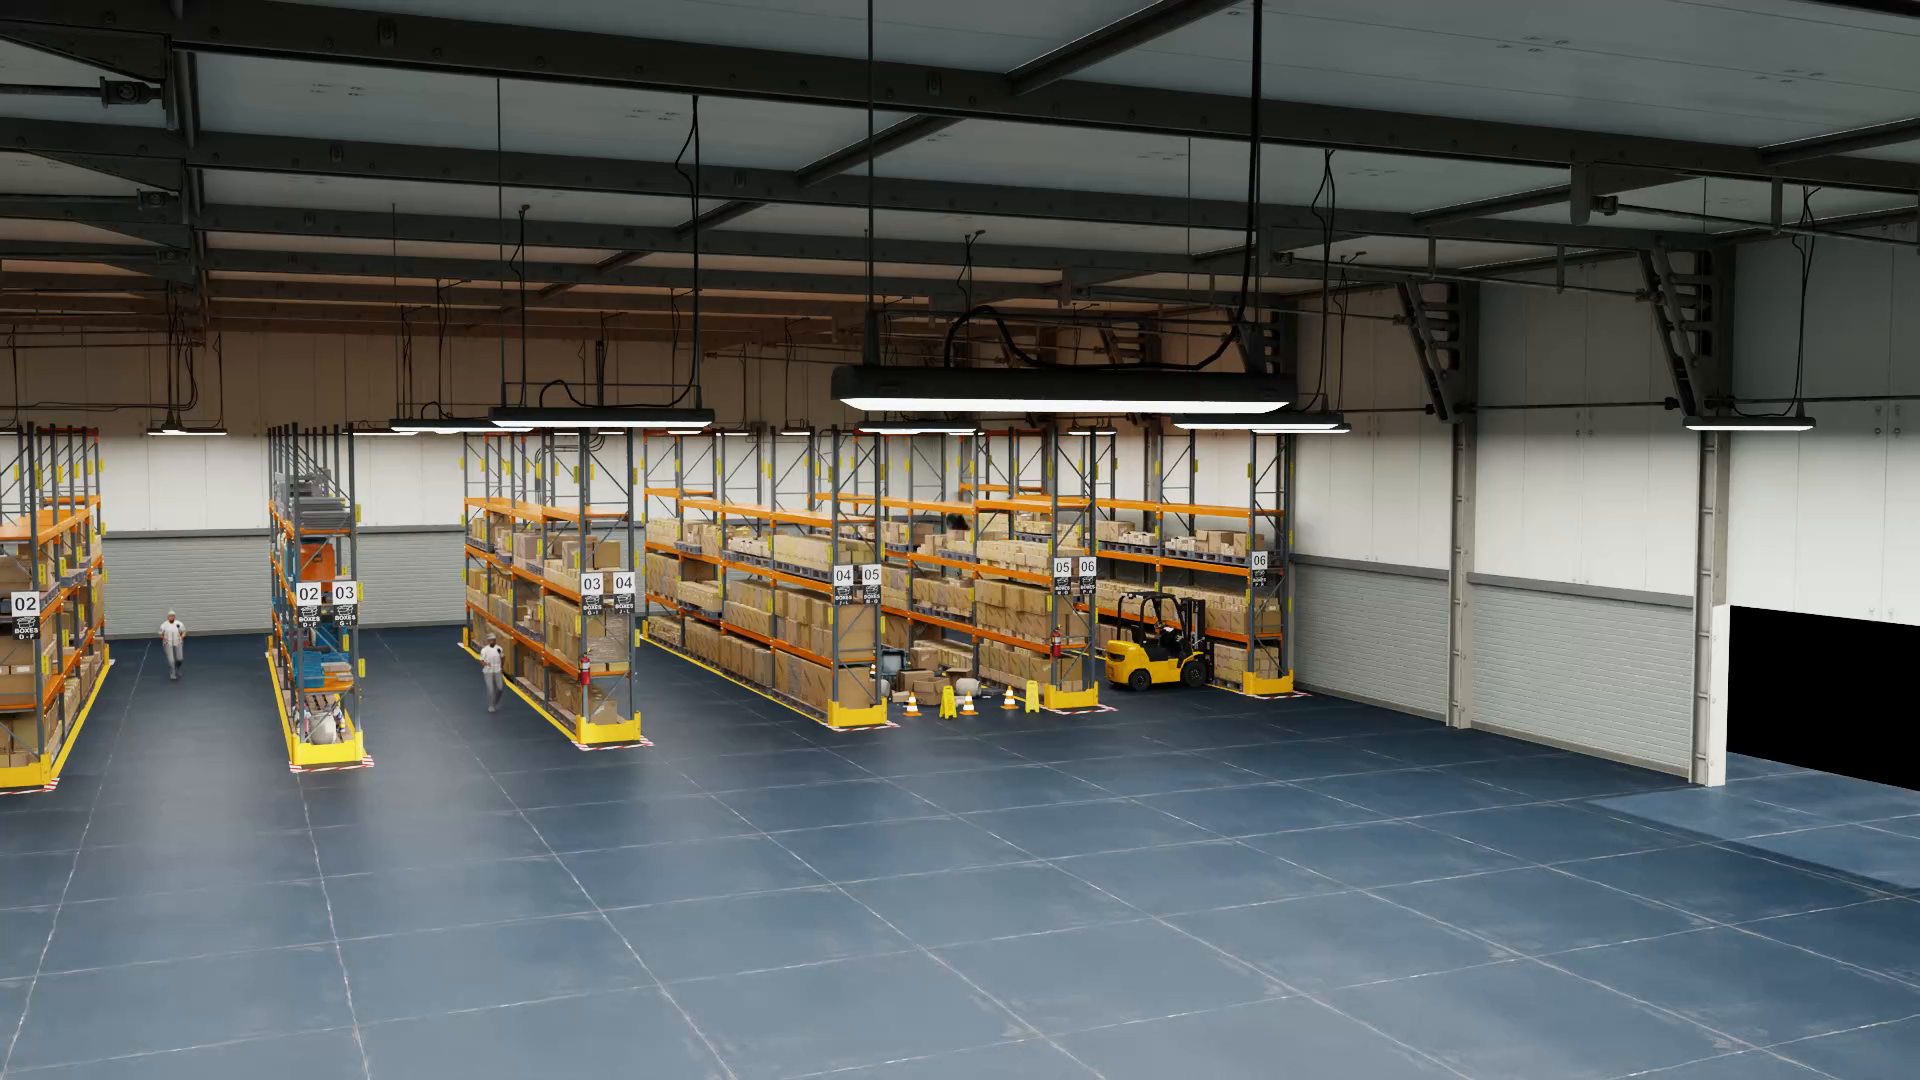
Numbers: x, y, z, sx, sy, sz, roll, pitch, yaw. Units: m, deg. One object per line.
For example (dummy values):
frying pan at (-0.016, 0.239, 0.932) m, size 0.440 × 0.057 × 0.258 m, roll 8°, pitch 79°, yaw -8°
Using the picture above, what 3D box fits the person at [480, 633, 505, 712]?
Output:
person at (-9.713, 2.765, 34.668) m, size 0.554 × 1.665 × 0.611 m, roll -2°, pitch 4°, yaw -26°

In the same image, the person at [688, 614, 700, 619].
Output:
person at (-7.821, 1.939, 48.938) m, size 0.802 × 1.577 × 0.609 m, roll 2°, pitch 4°, yaw 24°

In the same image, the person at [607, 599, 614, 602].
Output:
person at (-9.417, 2.062, 45.619) m, size 0.669 × 1.818 × 0.866 m, roll -1°, pitch 4°, yaw -22°

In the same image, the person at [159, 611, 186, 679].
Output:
person at (-18.687, 2.497, 39.493) m, size 0.581 × 1.622 × 0.536 m, roll -2°, pitch 4°, yaw -29°
